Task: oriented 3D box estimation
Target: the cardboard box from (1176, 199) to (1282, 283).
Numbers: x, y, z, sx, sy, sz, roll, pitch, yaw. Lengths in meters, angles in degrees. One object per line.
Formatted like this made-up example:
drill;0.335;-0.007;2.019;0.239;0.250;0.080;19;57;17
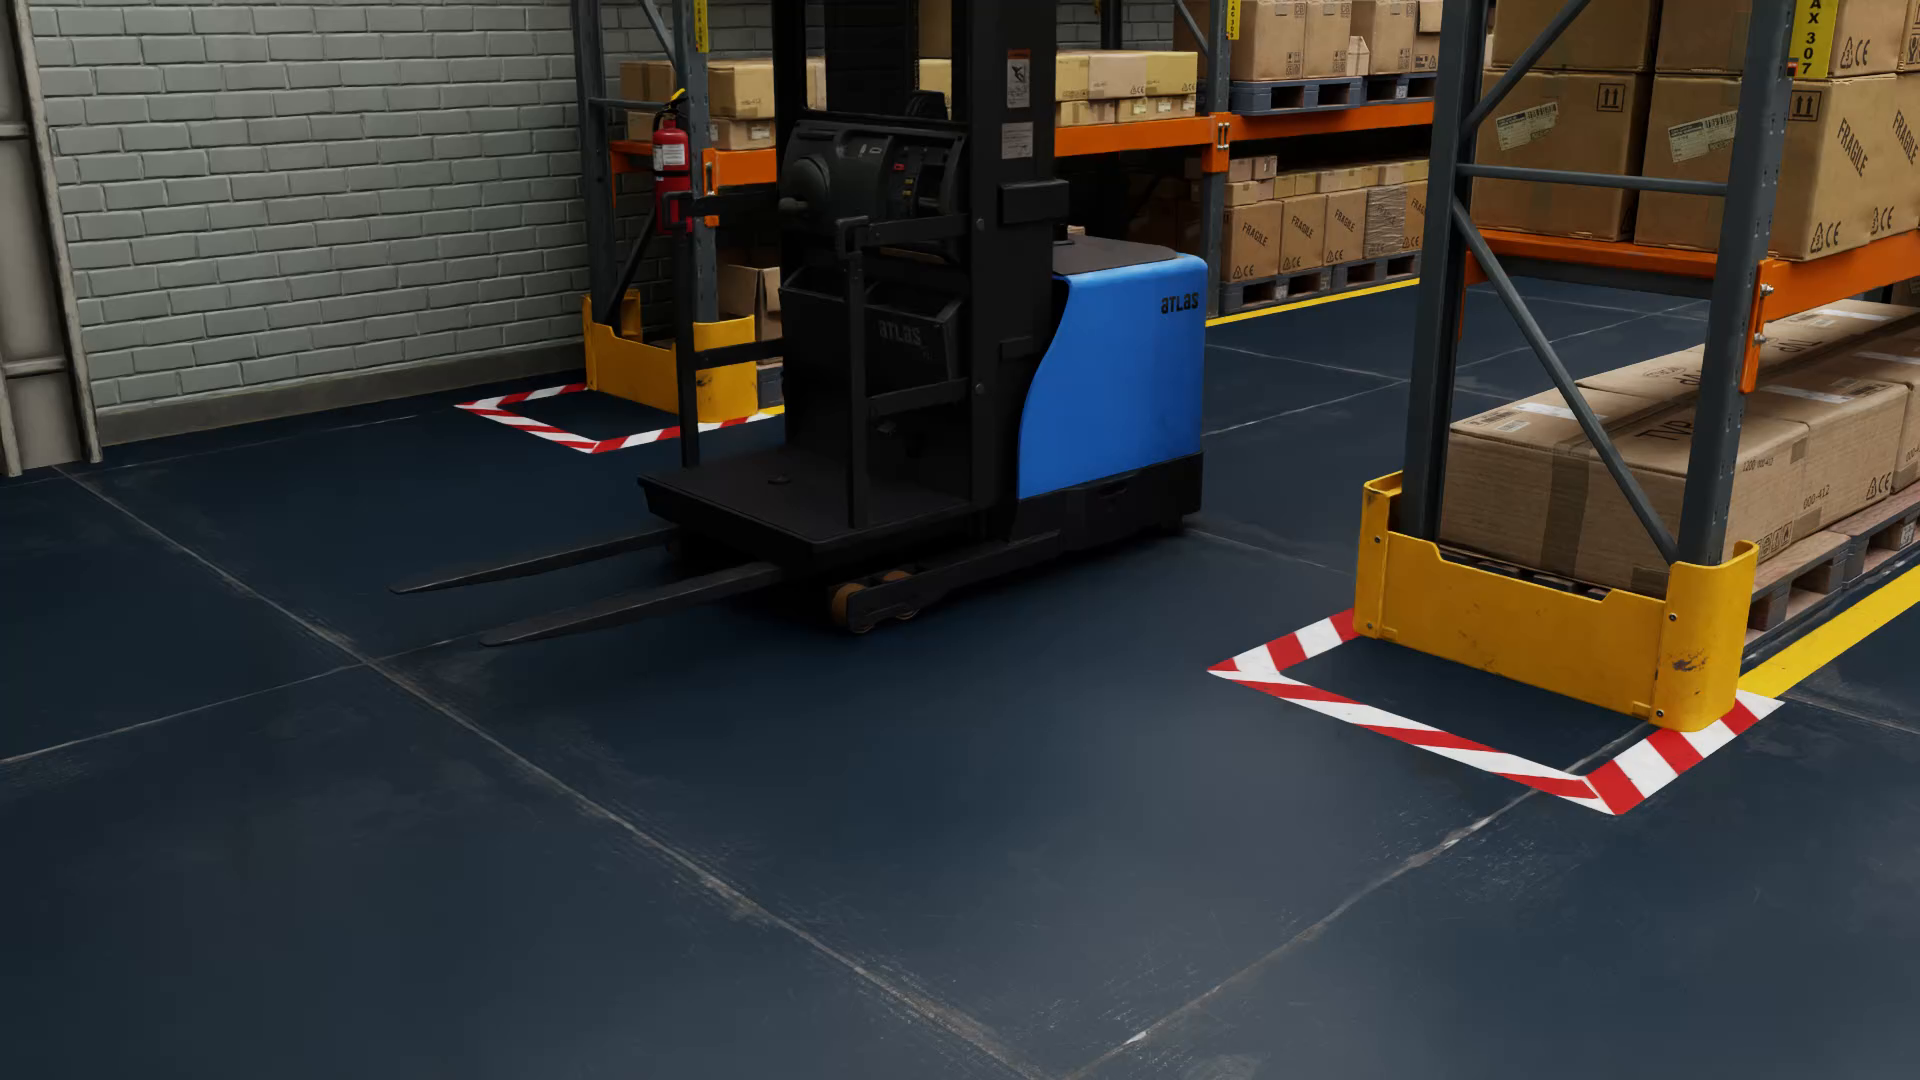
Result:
cardboard box;1.830;-2.059;11.345;0.500;0.500;0.500;-15;23;-38

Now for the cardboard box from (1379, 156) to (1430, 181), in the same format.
cardboard box;3.424;-2.846;12.718;0.250;0.149;0.380;-15;23;-39

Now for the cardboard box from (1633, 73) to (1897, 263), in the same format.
cardboard box;2.376;-1.122;4.921;0.500;0.500;0.500;-17;24;-41

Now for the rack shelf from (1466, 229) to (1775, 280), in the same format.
rack shelf;5.021;-2.920;3.801;3.910;4.714;5.869;-16;24;-41

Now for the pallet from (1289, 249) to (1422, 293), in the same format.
pallet;2.776;-2.111;12.653;1.213;0.211;1.003;-16;24;-41

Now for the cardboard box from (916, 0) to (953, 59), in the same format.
cardboard box;0.022;-2.930;9.202;0.500;0.500;0.500;-15;24;-39

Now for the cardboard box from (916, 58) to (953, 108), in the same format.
cardboard box;-0.336;-2.470;9.000;0.500;0.250;0.500;-17;24;-42

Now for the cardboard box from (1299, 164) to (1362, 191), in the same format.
cardboard box;2.673;-2.623;12.032;0.250;0.149;0.380;-15;23;-39

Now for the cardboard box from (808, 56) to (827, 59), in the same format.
cardboard box;-0.692;-2.589;9.367;0.500;0.250;0.500;-15;23;-39

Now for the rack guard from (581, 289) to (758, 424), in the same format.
rack guard;-1.527;-0.976;8.685;0.348;0.500;1.175;-16;24;-41

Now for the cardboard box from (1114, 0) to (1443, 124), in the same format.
cardboard box;2.058;-3.298;11.286;3.665;0.713;0.828;-15;24;-39

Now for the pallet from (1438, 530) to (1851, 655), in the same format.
pallet;2.358;0.102;5.828;1.213;0.211;1.003;-16;24;-41

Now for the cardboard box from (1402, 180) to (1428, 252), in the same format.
cardboard box;3.321;-2.502;12.710;0.500;0.500;0.500;-15;23;-39

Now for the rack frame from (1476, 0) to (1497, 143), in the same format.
rack frame;7.428;-4.081;12.893;4.036;3.426;6.040;-16;24;-41

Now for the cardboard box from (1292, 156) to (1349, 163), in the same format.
cardboard box;2.734;-2.837;12.691;0.250;0.149;0.380;-16;24;-40

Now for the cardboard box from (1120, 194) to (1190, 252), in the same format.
cardboard box;1.477;-2.178;11.710;0.500;0.500;0.500;-16;24;-41

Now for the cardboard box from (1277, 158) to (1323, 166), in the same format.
cardboard box;2.509;-2.789;12.544;0.265;0.149;0.390;-16;24;-41

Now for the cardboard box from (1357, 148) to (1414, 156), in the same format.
cardboard box;3.426;-3.073;13.418;0.250;0.149;0.380;-15;23;-39

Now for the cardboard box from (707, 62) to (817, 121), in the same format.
cardboard box;-1.068;-2.255;8.337;0.500;0.250;0.500;-16;24;-41

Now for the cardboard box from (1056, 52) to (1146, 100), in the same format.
cardboard box;0.767;-2.795;10.002;0.500;0.250;0.500;-16;24;-41

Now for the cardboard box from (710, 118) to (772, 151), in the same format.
cardboard box;-1.155;-2.038;8.314;0.250;0.149;0.380;-16;24;-41

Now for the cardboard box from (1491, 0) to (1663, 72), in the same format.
cardboard box;2.017;-1.716;5.131;0.500;0.500;0.500;-15;23;-39

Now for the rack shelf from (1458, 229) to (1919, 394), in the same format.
rack shelf;3.284;-1.119;6.239;4.000;0.370;1.077;-16;24;-41

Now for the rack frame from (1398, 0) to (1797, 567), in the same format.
rack frame;1.830;-1.038;4.821;0.127;3.000;1.000;-16;24;-41

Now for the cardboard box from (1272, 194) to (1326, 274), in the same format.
cardboard box;2.210;-2.174;11.700;0.500;0.500;0.500;-17;24;-42

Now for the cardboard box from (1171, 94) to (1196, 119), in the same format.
cardboard box;1.266;-2.753;10.520;0.250;0.149;0.380;-16;24;-40

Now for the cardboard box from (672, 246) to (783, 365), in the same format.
cardboard box;-1.073;-1.270;8.904;0.797;0.503;0.637;17;24;42

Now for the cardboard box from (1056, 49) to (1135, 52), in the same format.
cardboard box;0.778;-3.022;10.704;0.500;0.250;0.500;-17;24;-41

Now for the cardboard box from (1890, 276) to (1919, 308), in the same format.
cardboard box;5.132;-1.223;8.159;0.875;0.875;0.875;-15;23;-39

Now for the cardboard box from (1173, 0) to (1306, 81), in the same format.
cardboard box;1.829;-3.296;10.945;0.500;0.500;0.700;-15;24;-39

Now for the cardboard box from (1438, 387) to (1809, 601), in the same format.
cardboard box;2.241;-0.181;5.652;0.875;0.438;0.875;17;24;42

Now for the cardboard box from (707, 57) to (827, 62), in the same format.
cardboard box;-1.055;-2.485;9.047;0.500;0.250;0.500;-16;24;-41

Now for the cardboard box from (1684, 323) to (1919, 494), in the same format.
cardboard box;3.557;-0.567;6.844;0.875;0.438;0.875;17;25;42

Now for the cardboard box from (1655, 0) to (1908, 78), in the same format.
cardboard box;2.375;-1.599;4.768;0.500;0.500;0.500;-17;25;-42

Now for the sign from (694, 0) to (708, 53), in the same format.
sign;-1.210;-2.439;7.741;0.005;0.325;0.100;-16;24;-41

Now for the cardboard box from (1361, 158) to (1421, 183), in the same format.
cardboard box;3.243;-2.793;12.555;0.250;0.149;0.380;-17;24;-42

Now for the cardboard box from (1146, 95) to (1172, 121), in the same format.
cardboard box;1.091;-2.693;10.334;0.250;0.149;0.380;-15;24;-39

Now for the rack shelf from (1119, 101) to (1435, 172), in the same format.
rack shelf;2.777;-3.078;12.282;4.000;0.370;1.077;-16;24;-41

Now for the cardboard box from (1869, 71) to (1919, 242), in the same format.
cardboard box;2.725;-1.236;5.271;0.500;0.500;0.500;-17;24;-42

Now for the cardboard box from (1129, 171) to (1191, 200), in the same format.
cardboard box;1.393;-2.459;11.524;0.380;0.149;0.250;17;24;42

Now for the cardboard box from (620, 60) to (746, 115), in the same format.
cardboard box;-1.431;-2.376;8.711;0.500;0.250;0.500;-15;23;-39

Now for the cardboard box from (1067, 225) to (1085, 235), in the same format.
cardboard box;0.329;-1.661;10.115;0.700;0.500;0.500;17;24;42

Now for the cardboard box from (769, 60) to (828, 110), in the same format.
cardboard box;-0.702;-2.362;8.667;0.500;0.250;0.500;-16;24;-40

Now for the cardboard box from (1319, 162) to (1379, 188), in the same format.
cardboard box;2.849;-2.687;12.228;0.250;0.149;0.380;-16;24;-41

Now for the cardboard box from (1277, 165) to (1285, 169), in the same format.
cardboard box;2.156;-2.675;12.193;0.250;0.149;0.380;-15;23;-39

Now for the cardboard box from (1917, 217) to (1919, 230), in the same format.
cardboard box;3.107;-1.340;5.591;0.500;0.500;0.500;-16;24;-41

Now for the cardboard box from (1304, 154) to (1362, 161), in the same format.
cardboard box;2.882;-2.899;12.883;0.250;0.149;0.380;-17;24;-42

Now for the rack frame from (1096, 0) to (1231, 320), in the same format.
rack frame;1.324;-2.997;10.864;0.127;3.000;1.000;-16;24;-41

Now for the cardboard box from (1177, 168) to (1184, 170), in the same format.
cardboard box;1.751;-2.569;11.865;0.250;0.149;0.380;-16;24;-40

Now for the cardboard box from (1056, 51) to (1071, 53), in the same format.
cardboard box;0.419;-2.915;10.371;0.500;0.250;0.500;-17;24;-41

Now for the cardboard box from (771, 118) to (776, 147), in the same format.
cardboard box;-1.002;-2.102;8.512;0.250;0.149;0.380;-15;24;-39
